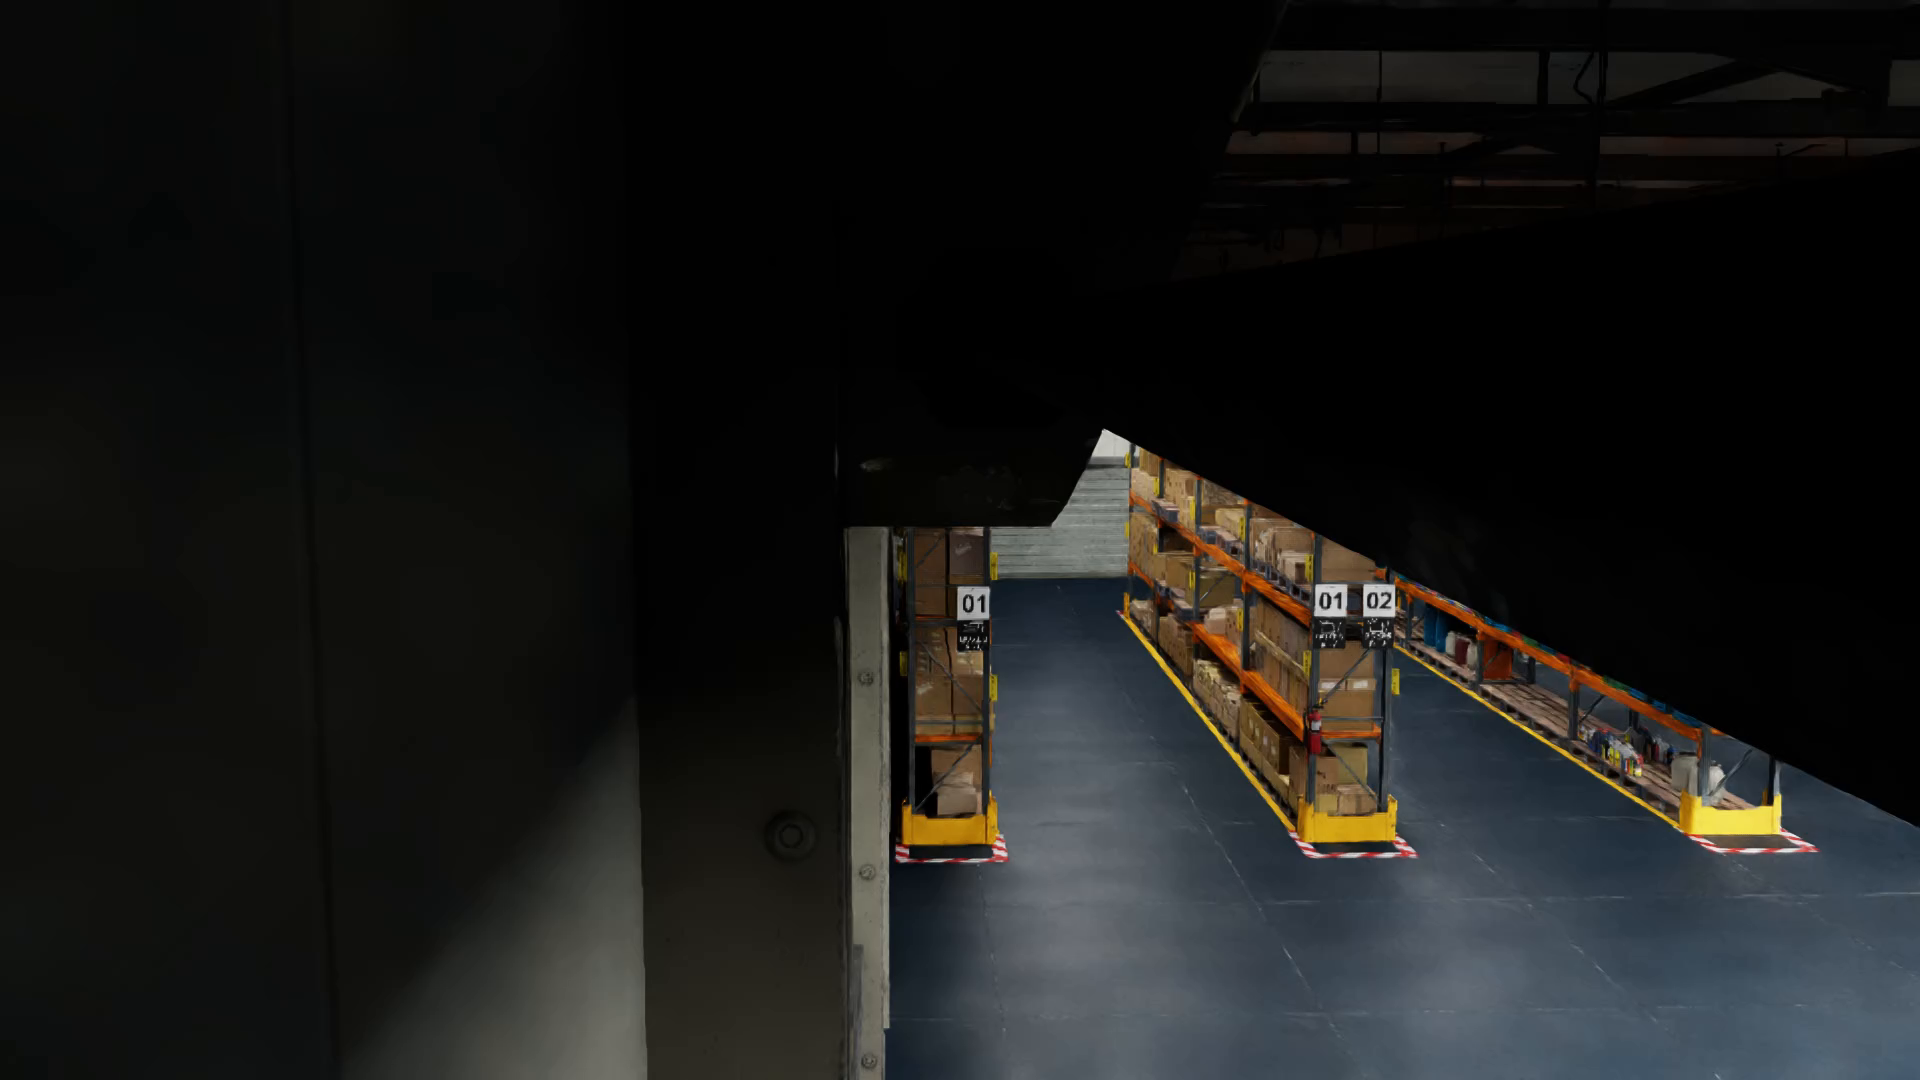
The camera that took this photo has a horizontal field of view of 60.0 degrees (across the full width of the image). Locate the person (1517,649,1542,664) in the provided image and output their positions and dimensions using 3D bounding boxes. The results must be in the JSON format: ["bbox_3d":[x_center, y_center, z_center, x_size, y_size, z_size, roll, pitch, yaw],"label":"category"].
[{"bbox_3d":[10.751,1.415,31.337,0.445,1.783,0.672,-3,8,-19],"label":"person"}]
